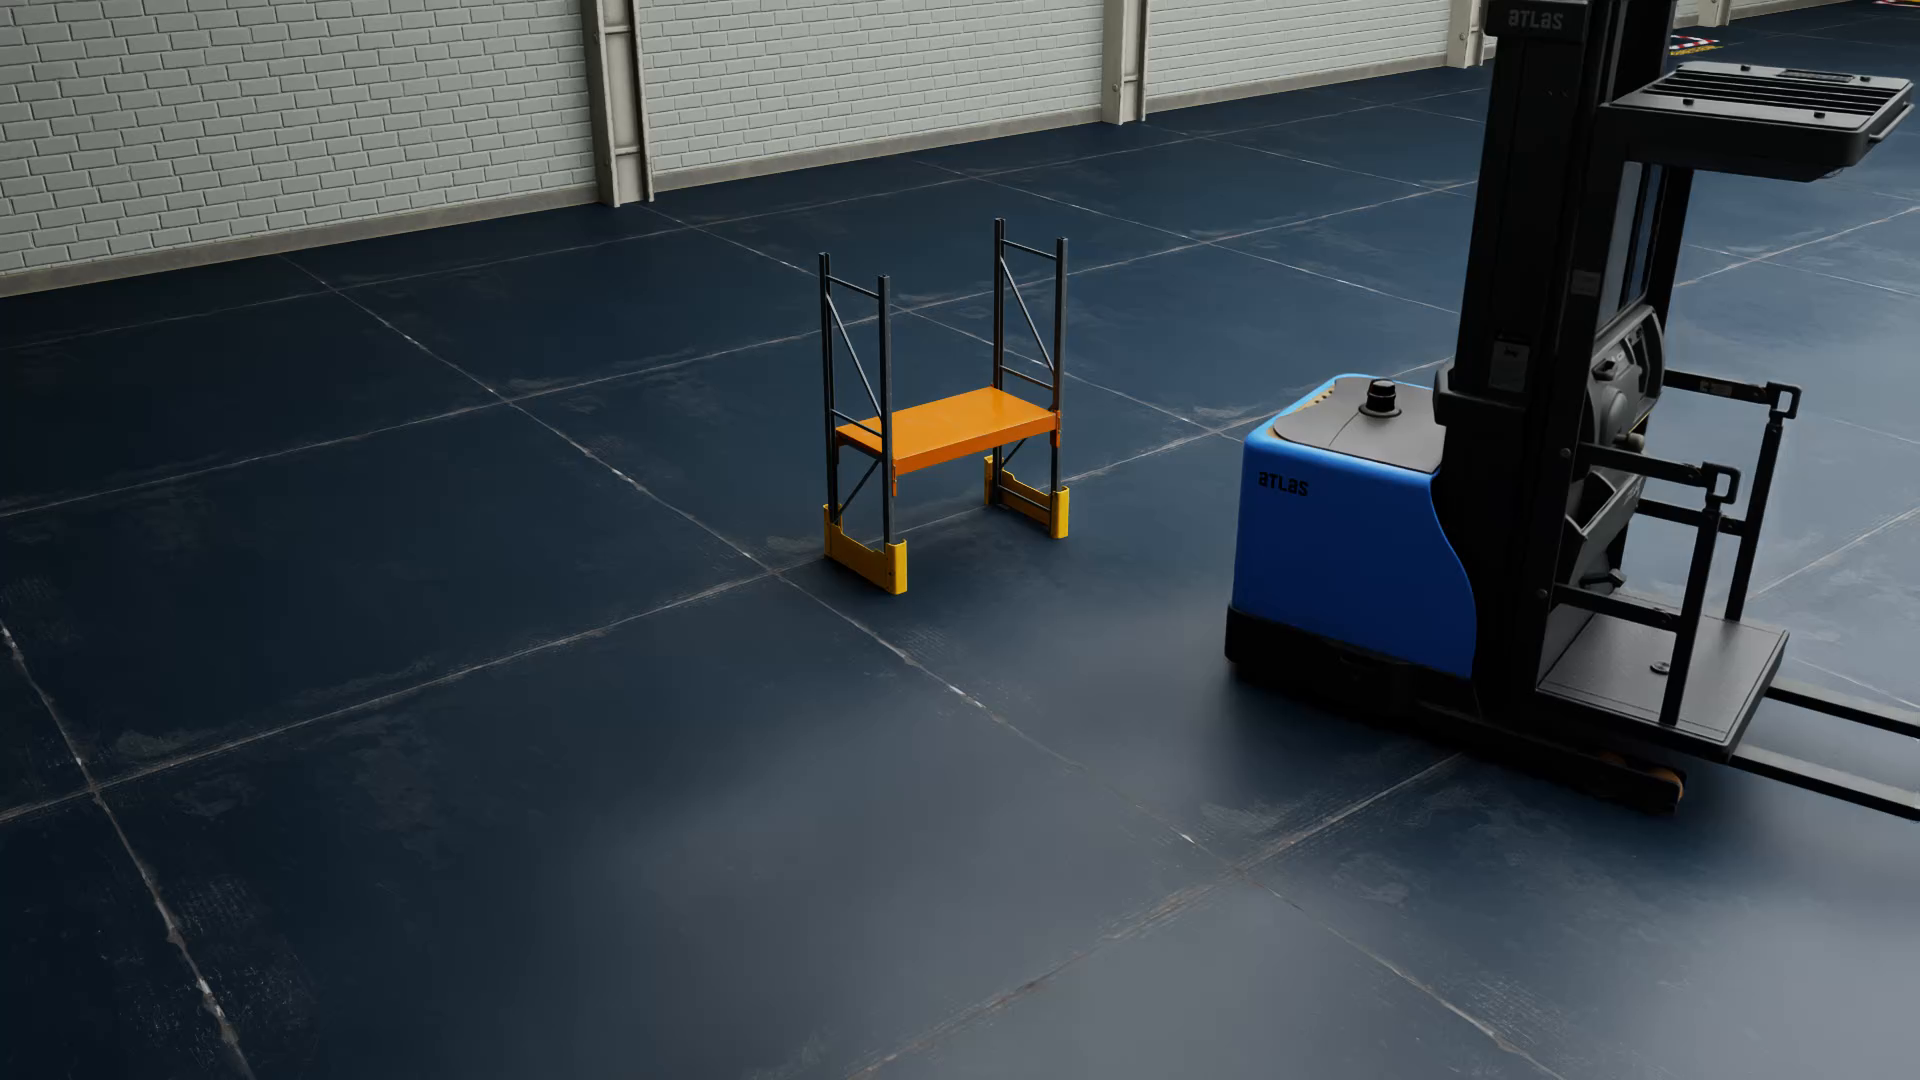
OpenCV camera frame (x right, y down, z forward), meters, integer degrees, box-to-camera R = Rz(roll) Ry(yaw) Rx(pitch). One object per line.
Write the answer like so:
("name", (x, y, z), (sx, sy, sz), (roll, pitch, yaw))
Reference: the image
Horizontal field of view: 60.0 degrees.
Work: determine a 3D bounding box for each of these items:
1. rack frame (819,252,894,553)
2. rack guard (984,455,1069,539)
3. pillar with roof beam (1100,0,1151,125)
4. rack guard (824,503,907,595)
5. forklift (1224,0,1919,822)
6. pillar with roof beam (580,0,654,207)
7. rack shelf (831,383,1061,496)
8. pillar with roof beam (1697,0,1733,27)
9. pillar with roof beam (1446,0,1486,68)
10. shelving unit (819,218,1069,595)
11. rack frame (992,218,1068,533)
("rack frame", (-0.467, -0.526, 7.602), (0.032, 1.500, 0.500), (-18, 31, -34))
("rack guard", (0.332, -0.223, 8.433), (0.087, 0.250, 0.587), (-18, 31, -34))
("pillar with roof beam", (4.424, -7.218, 13.113), (0.400, 9.000, 9.100), (-18, 31, -34))
("rack guard", (-0.452, 0.036, 7.876), (0.087, 0.250, 0.587), (-18, 31, -34))
("forklift", (2.616, -0.581, 6.019), (3.031, 2.935, 1.130), (17, 30, 32))
("pillar with roof beam", (-0.298, -5.659, 9.754), (0.400, 9.000, 9.100), (-18, 31, -34))
("rack shelf", (-0.067, -0.495, 7.962), (1.000, 0.185, 0.538), (-18, 31, -34))
("pillar with roof beam", (13.867, -10.335, 19.829), (0.400, 9.000, 9.100), (-18, 31, -34))
("pillar with roof beam", (9.145, -8.776, 16.471), (0.400, 9.000, 9.100), (-18, 31, -34))
("shelving unit", (-0.060, -0.661, 7.892), (1.083, 1.500, 0.587), (-18, 31, -34))
("rack frame", (0.333, -0.790, 8.171), (0.032, 1.500, 0.500), (-18, 31, -34))
